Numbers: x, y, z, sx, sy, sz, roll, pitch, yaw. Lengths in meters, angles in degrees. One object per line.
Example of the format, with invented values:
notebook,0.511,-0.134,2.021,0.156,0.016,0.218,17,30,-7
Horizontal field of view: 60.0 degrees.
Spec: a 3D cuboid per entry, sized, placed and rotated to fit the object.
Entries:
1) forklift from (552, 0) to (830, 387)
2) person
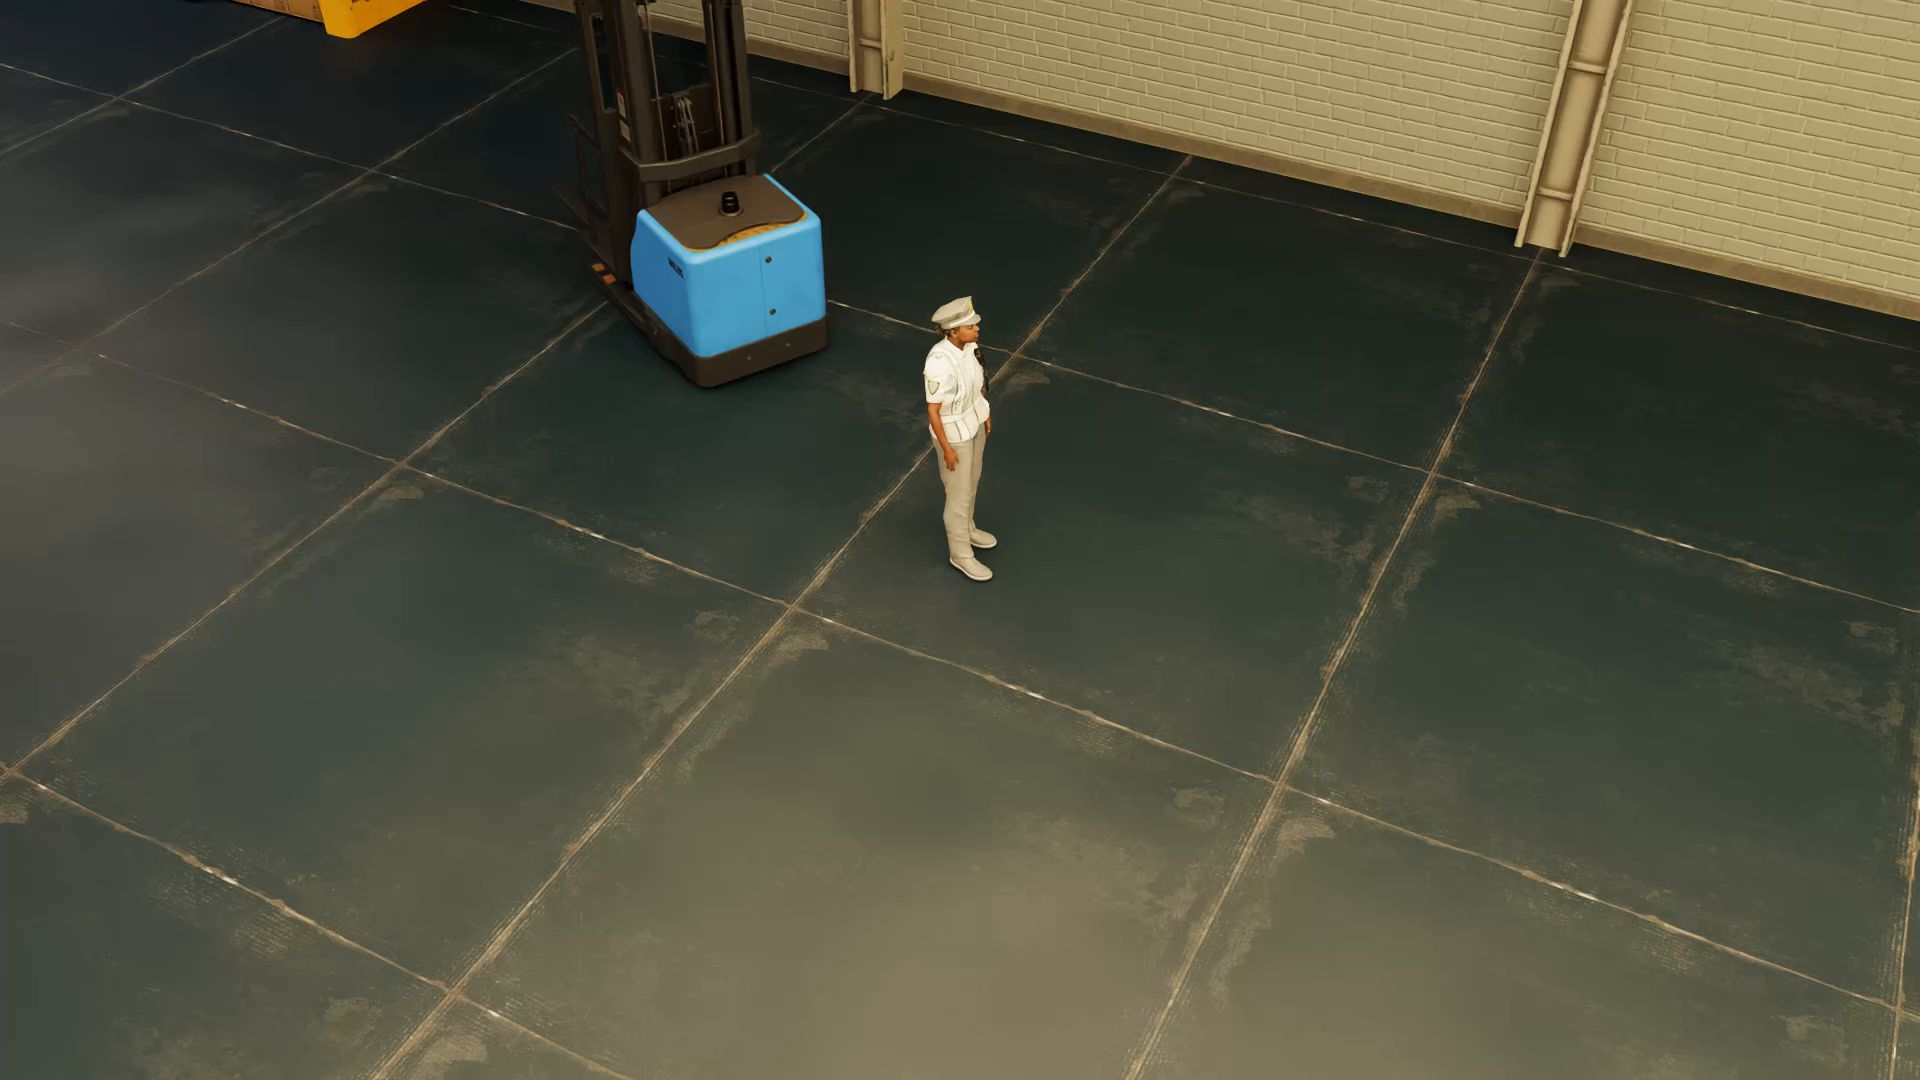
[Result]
forklift,-2.149,-3.087,11.652,1.130,2.935,3.031,-23,45,-25
person,0.057,-0.620,9.672,0.530,1.694,0.569,18,43,21
